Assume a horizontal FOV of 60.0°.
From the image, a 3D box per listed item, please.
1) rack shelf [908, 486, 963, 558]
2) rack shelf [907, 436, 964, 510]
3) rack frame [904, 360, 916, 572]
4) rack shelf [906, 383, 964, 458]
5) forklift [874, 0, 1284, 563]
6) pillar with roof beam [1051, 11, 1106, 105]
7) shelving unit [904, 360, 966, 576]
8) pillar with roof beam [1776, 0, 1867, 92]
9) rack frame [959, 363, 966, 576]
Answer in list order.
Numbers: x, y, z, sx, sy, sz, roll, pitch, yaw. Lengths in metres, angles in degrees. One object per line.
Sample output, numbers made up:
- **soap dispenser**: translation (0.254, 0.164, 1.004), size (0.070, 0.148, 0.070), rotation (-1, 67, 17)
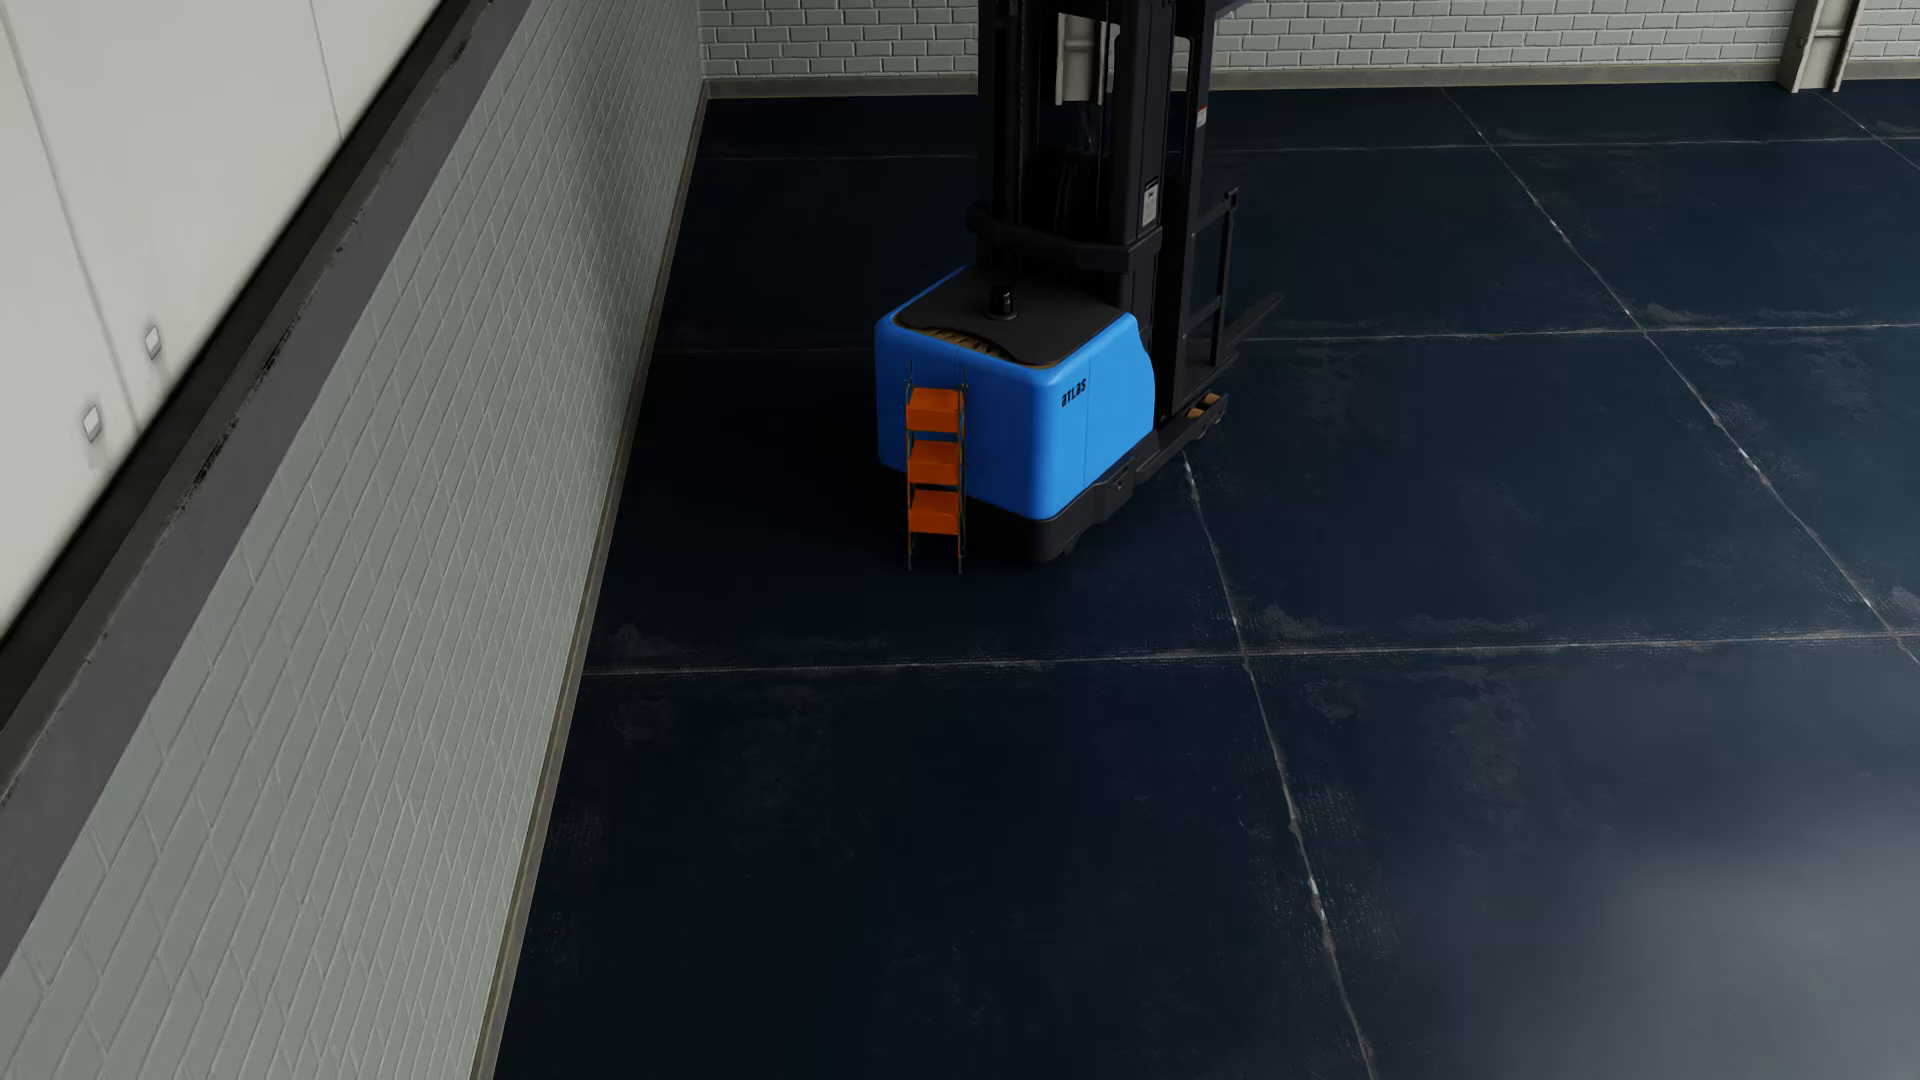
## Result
- **rack shelf**: translation (-0.111, -0.087, 7.961), size (0.240, 0.259, 0.215), rotation (4, 35, 6)
- **rack shelf**: translation (-0.111, -0.316, 7.802), size (0.240, 0.259, 0.215), rotation (4, 35, 6)
- **rack frame**: translation (-0.232, -0.333, 7.809), size (0.008, 1.050, 0.200), rotation (4, 35, 6)
- **rack shelf**: translation (-0.111, -0.549, 7.641), size (0.240, 0.259, 0.215), rotation (4, 35, 6)
- **forklift**: translation (0.820, -1.893, 8.410), size (1.130, 2.935, 3.031), rotation (21, 40, 27)
- **pillar with roof beam**: translation (1.150, -4.819, 7.305), size (0.400, 9.000, 9.100), rotation (-2, 35, -2)
- **shelving unit**: translation (-0.111, -0.325, 7.796), size (0.252, 1.050, 0.215), rotation (4, 35, 6)
- **pillar with roof beam**: translation (7.144, -4.980, 7.539), size (0.400, 9.000, 9.100), rotation (-2, 35, -2)
- **rack frame**: translation (0.010, -0.316, 7.783), size (0.008, 1.050, 0.200), rotation (4, 35, 6)
